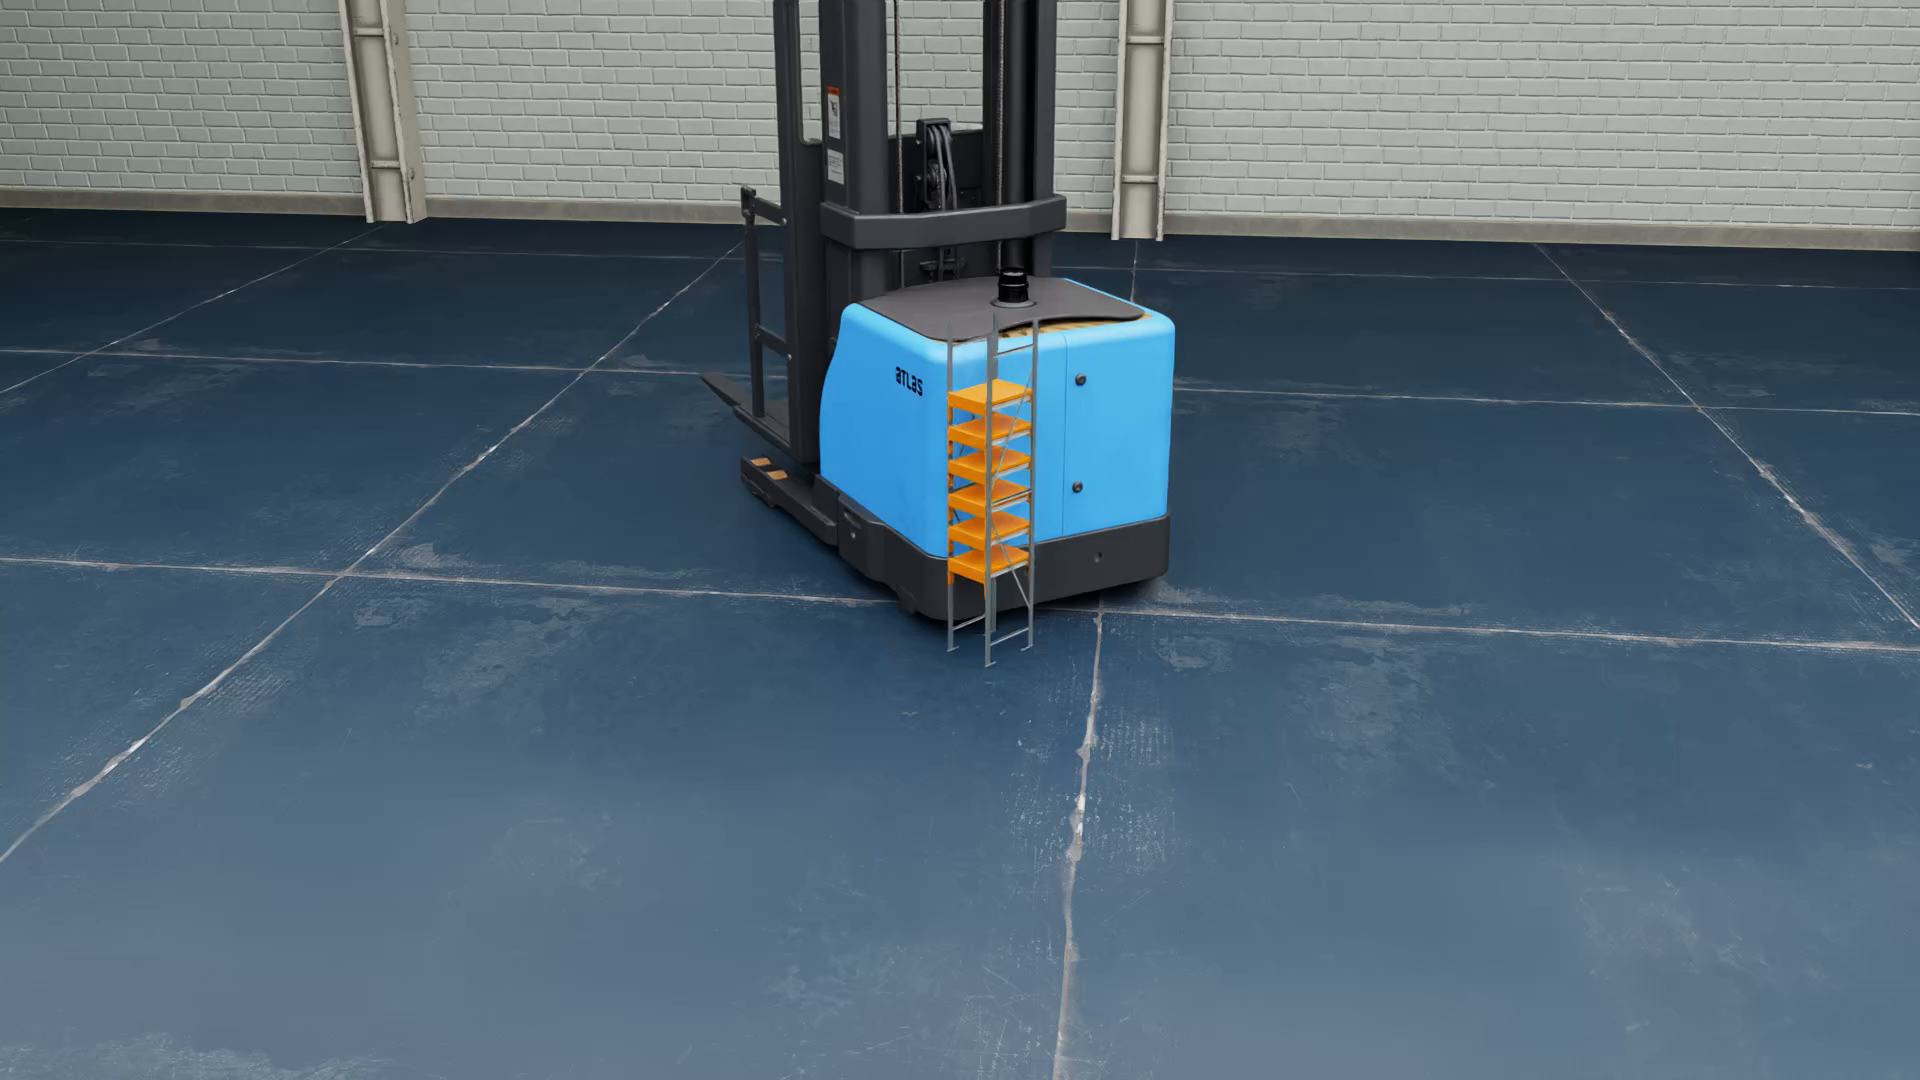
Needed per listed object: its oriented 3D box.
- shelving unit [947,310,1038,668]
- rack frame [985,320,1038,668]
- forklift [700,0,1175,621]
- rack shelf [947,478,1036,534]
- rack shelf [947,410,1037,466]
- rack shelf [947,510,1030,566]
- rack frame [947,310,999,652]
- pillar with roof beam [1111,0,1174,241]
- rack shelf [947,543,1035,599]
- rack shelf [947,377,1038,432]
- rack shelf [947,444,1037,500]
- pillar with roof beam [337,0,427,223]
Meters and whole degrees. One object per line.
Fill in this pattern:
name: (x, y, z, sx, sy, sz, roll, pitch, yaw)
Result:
shelving unit: (0.109, -0.166, 5.728, 0.189, 1.200, 0.258, 20, 29, 41)
rack frame: (0.174, -0.142, 5.668, 0.006, 1.200, 0.240, 20, 29, 41)
forklift: (-0.326, -1.572, 6.930, 1.130, 2.935, 3.031, -11, 24, -26)
rack shelf: (0.109, -0.125, 5.744, 0.180, 0.103, 0.258, 20, 29, 41)
rack shelf: (0.109, -0.348, 5.656, 0.180, 0.103, 0.258, 20, 29, 41)
rack shelf: (0.109, -0.013, 5.789, 0.180, 0.103, 0.258, 20, 29, 41)
rack frame: (0.044, -0.190, 5.788, 0.006, 1.200, 0.240, 20, 29, 41)
pillar with roof beam: (0.870, -4.968, 7.266, 0.400, 9.000, 9.100, 2, 22, 6)
rack shelf: (0.109, 0.098, 5.833, 0.180, 0.103, 0.258, 20, 29, 41)
rack shelf: (0.109, -0.460, 5.612, 0.180, 0.103, 0.258, 20, 29, 41)
rack shelf: (0.109, -0.236, 5.700, 0.180, 0.103, 0.258, 20, 29, 41)
pillar with roof beam: (-5.089, -5.227, 7.922, 0.400, 9.000, 9.100, 2, 22, 6)
